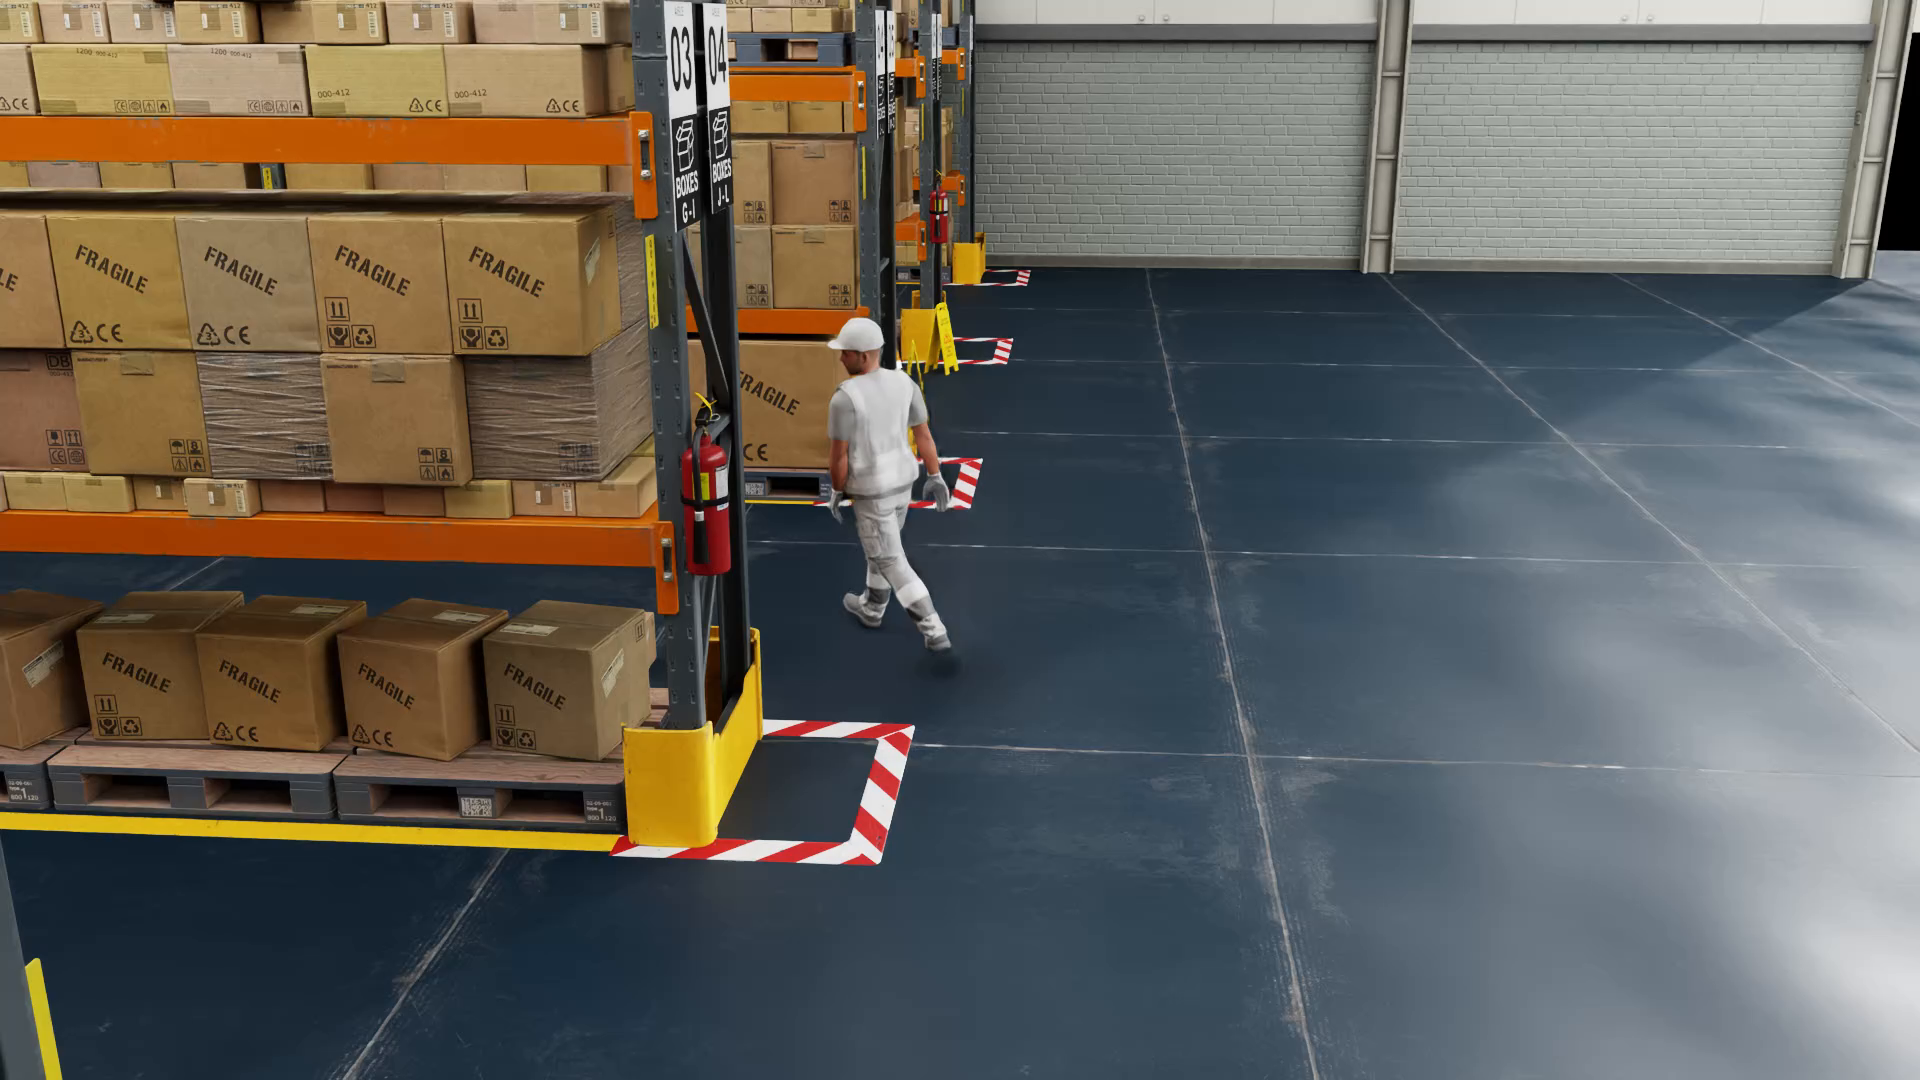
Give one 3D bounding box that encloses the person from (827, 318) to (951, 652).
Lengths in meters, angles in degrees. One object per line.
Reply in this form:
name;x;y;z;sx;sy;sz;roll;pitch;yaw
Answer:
person;-0.407;-0.275;8.451;0.632;1.734;1.024;-15;23;-40
